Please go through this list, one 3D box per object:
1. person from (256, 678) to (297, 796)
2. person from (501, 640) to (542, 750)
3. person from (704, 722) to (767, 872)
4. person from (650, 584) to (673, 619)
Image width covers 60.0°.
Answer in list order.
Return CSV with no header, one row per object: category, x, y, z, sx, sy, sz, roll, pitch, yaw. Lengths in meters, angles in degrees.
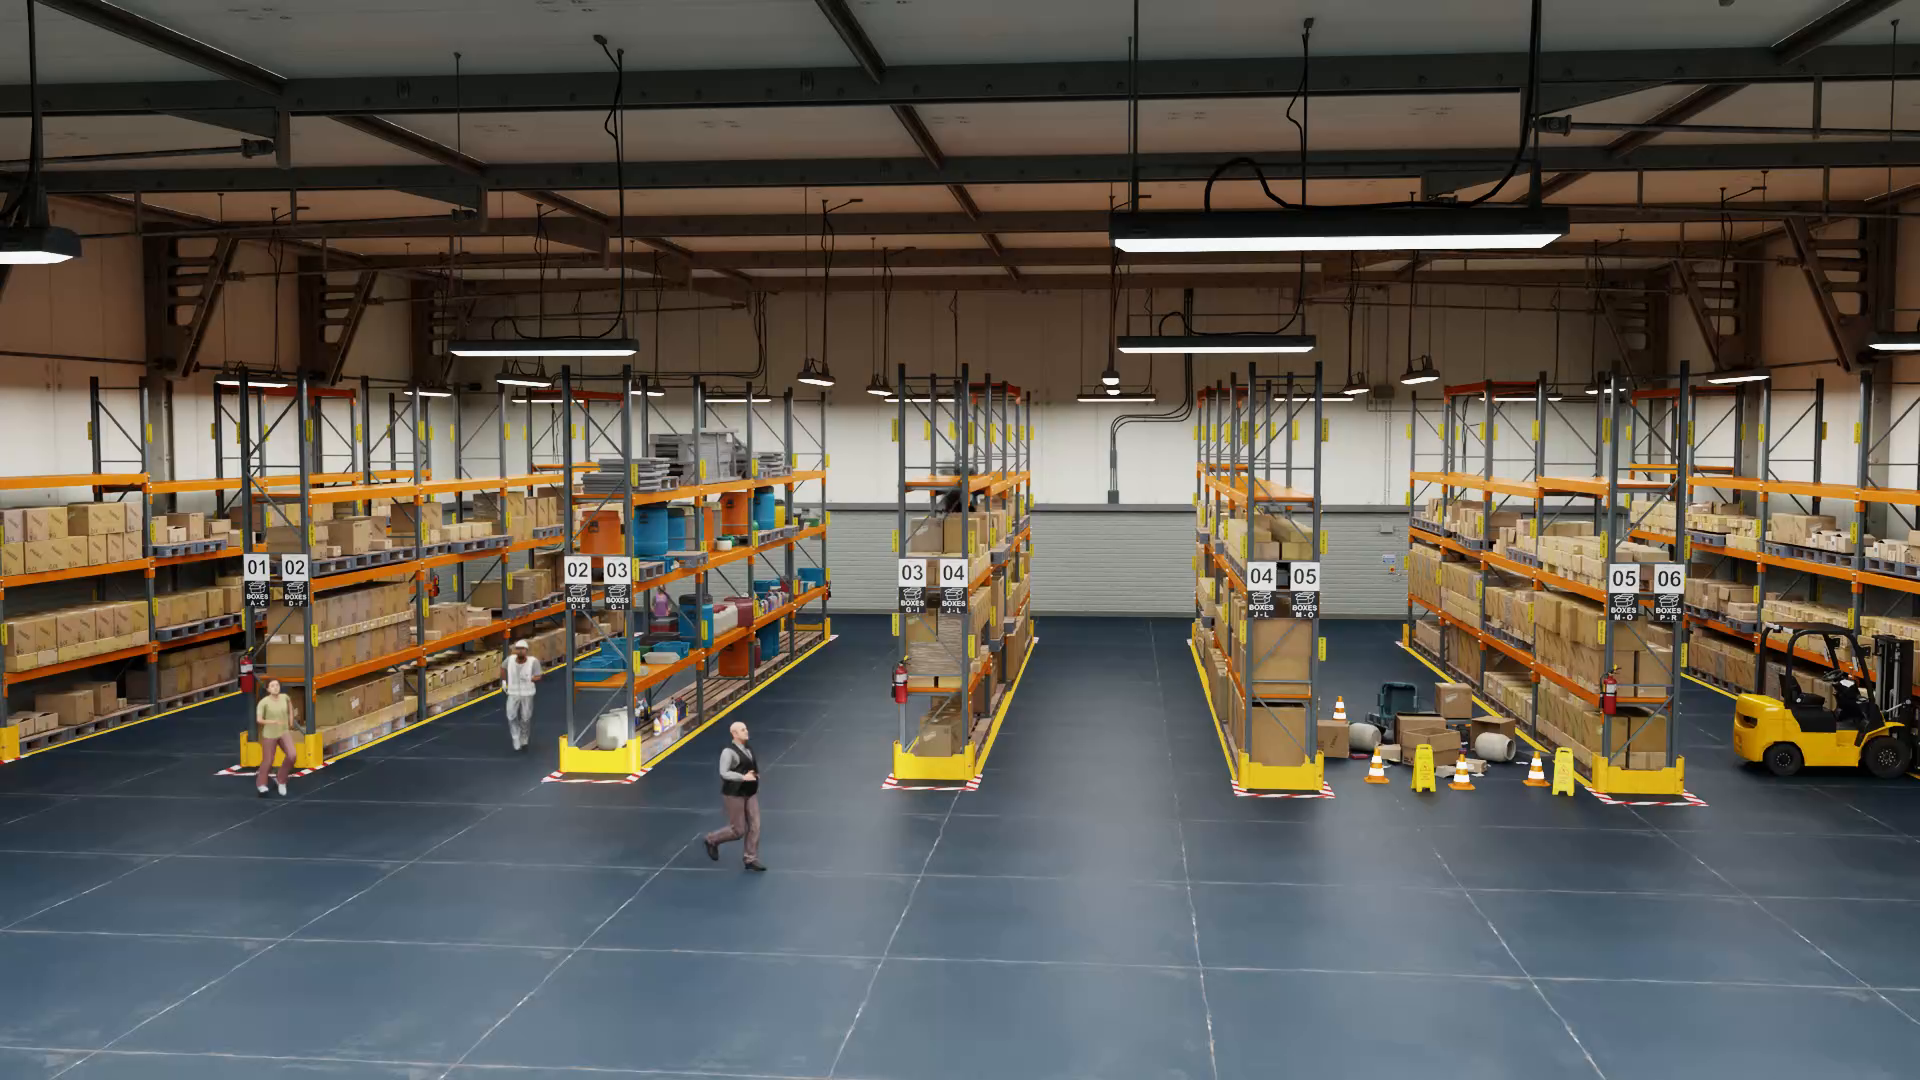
person,-9.405,2.695,22.869,0.584,1.636,0.818,-4,5,-44
person,-6.905,2.437,26.163,0.662,1.744,0.766,-1,4,-8
person,-2.556,2.924,19.063,0.797,1.694,0.671,2,4,26
person,-6.880,1.814,38.312,0.532,1.459,0.559,0,4,-7
